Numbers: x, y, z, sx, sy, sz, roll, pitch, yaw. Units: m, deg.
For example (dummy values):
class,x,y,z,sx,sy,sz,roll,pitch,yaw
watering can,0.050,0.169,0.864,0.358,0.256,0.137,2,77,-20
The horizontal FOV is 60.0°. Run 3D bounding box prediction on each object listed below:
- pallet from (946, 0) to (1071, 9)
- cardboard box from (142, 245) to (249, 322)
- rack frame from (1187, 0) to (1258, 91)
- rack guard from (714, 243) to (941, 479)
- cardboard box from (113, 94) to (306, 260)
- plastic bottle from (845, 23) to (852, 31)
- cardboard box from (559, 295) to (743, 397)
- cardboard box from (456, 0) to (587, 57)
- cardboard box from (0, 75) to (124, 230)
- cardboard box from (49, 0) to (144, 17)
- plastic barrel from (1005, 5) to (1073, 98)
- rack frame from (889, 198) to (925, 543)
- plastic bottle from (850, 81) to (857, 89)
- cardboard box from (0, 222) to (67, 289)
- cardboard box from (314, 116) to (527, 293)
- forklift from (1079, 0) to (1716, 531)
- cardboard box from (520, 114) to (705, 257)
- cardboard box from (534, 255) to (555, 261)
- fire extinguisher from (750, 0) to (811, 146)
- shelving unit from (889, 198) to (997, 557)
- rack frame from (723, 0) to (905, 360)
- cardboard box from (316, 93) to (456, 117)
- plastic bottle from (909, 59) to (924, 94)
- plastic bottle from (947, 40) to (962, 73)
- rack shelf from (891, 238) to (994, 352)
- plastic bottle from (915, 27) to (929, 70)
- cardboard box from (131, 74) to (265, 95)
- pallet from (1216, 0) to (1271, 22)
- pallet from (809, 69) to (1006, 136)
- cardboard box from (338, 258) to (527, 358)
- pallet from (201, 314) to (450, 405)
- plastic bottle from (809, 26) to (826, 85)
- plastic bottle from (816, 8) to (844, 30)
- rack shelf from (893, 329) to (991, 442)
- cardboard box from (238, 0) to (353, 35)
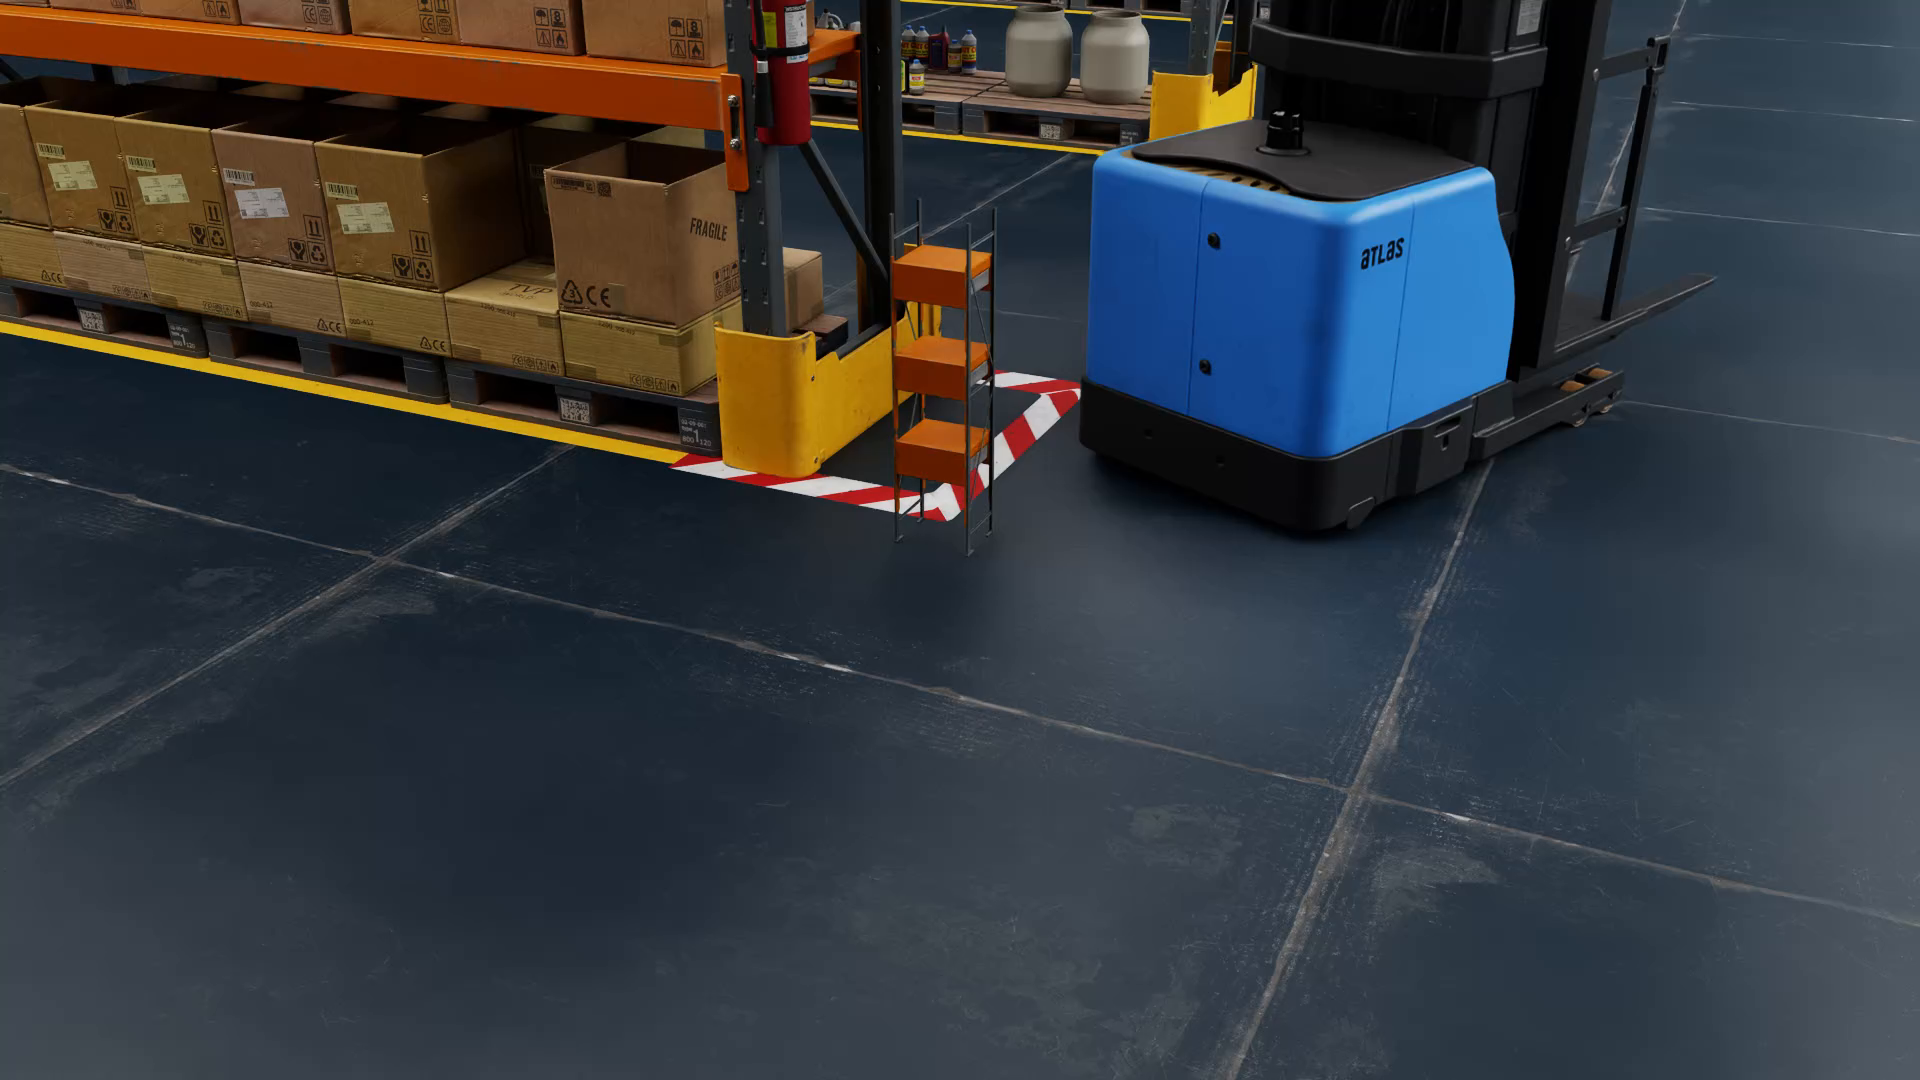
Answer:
class,x,y,z,sx,sy,sz,roll,pitch,yaw
pallet,0.616,-5.170,15.512,1.213,0.211,1.003,11,28,22
cardboard box,-2.911,-1.108,6.743,0.500,0.250,0.500,11,28,22
rack frame,1.581,-3.807,9.586,0.127,3.000,1.000,11,28,22
rack guard,-0.451,-0.690,6.085,0.348,0.500,1.175,11,28,22
cardboard box,-2.911,-1.445,6.577,0.500,0.500,0.500,11,28,22
plastic bottle,-0.783,-3.347,11.229,0.133,0.283,0.061,11,28,22
cardboard box,-1.083,-0.750,6.015,0.500,0.250,0.500,11,28,22
cardboard box,-1.373,-2.045,5.895,0.500,0.500,0.700,12,29,23
cardboard box,-3.822,-1.628,6.949,0.500,0.500,0.500,11,28,22
cardboard box,-3.225,-2.420,6.655,0.500,0.500,0.700,11,28,21
plastic barrel,0.494,-3.060,10.411,0.421,0.512,0.421,0,26,0
rack frame,-0.160,-0.503,5.083,0.008,1.050,0.200,11,28,22
plastic bottle,-0.617,-3.024,10.582,0.135,0.276,0.152,11,28,20
cardboard box,-3.818,-1.295,7.122,0.500,0.250,0.500,11,28,22
cardboard box,-2.001,-1.262,6.207,0.500,0.500,0.500,11,28,22
forklift,1.842,-1.881,5.752,3.031,2.935,1.130,-22,34,-37
cardboard box,-1.325,-1.385,6.456,0.500,0.500,0.500,11,28,22
cardboard box,-1.326,-1.048,6.620,0.500,0.250,0.500,11,28,22
fire extinguisher,-0.558,-1.573,5.136,0.183,0.674,0.296,11,28,22
shelving unit,-0.049,-0.481,5.038,0.252,1.050,0.215,11,28,22
rack frame,-0.473,-1.816,5.542,0.127,3.000,1.000,11,28,22
cardboard box,-2.233,-1.570,6.831,0.500,0.500,0.500,11,28,22
plastic bottle,-0.272,-2.908,10.431,0.097,0.201,0.097,0,26,0
plastic bottle,-0.035,-3.224,11.073,0.097,0.201,0.097,0,26,0
rack shelf,-0.049,-0.726,4.917,0.240,0.259,0.215,11,28,22
plastic bottle,-0.253,-3.300,11.147,0.097,0.271,0.097,0,26,0
cardboard box,-3.151,-1.745,7.188,0.500,0.500,0.500,11,28,22
pallet,2.837,-4.724,14.606,1.213,0.211,1.003,11,28,22
pallet,-0.352,-2.925,10.952,1.213,0.211,1.003,11,28,22
cardboard box,-1.999,-0.927,6.375,0.500,0.250,0.500,11,28,22
pallet,-2.293,-0.911,6.862,1.213,0.211,1.003,11,28,22
plastic bottle,-0.939,-3.120,10.693,0.185,0.351,0.144,11,28,21
plastic bottle,-0.886,-3.451,11.365,0.185,0.351,0.144,11,28,21
rack shelf,-0.049,-0.471,5.043,0.240,0.259,0.215,11,28,22
cardboard box,-2.303,-2.233,6.277,0.500,0.500,0.700,12,29,23
